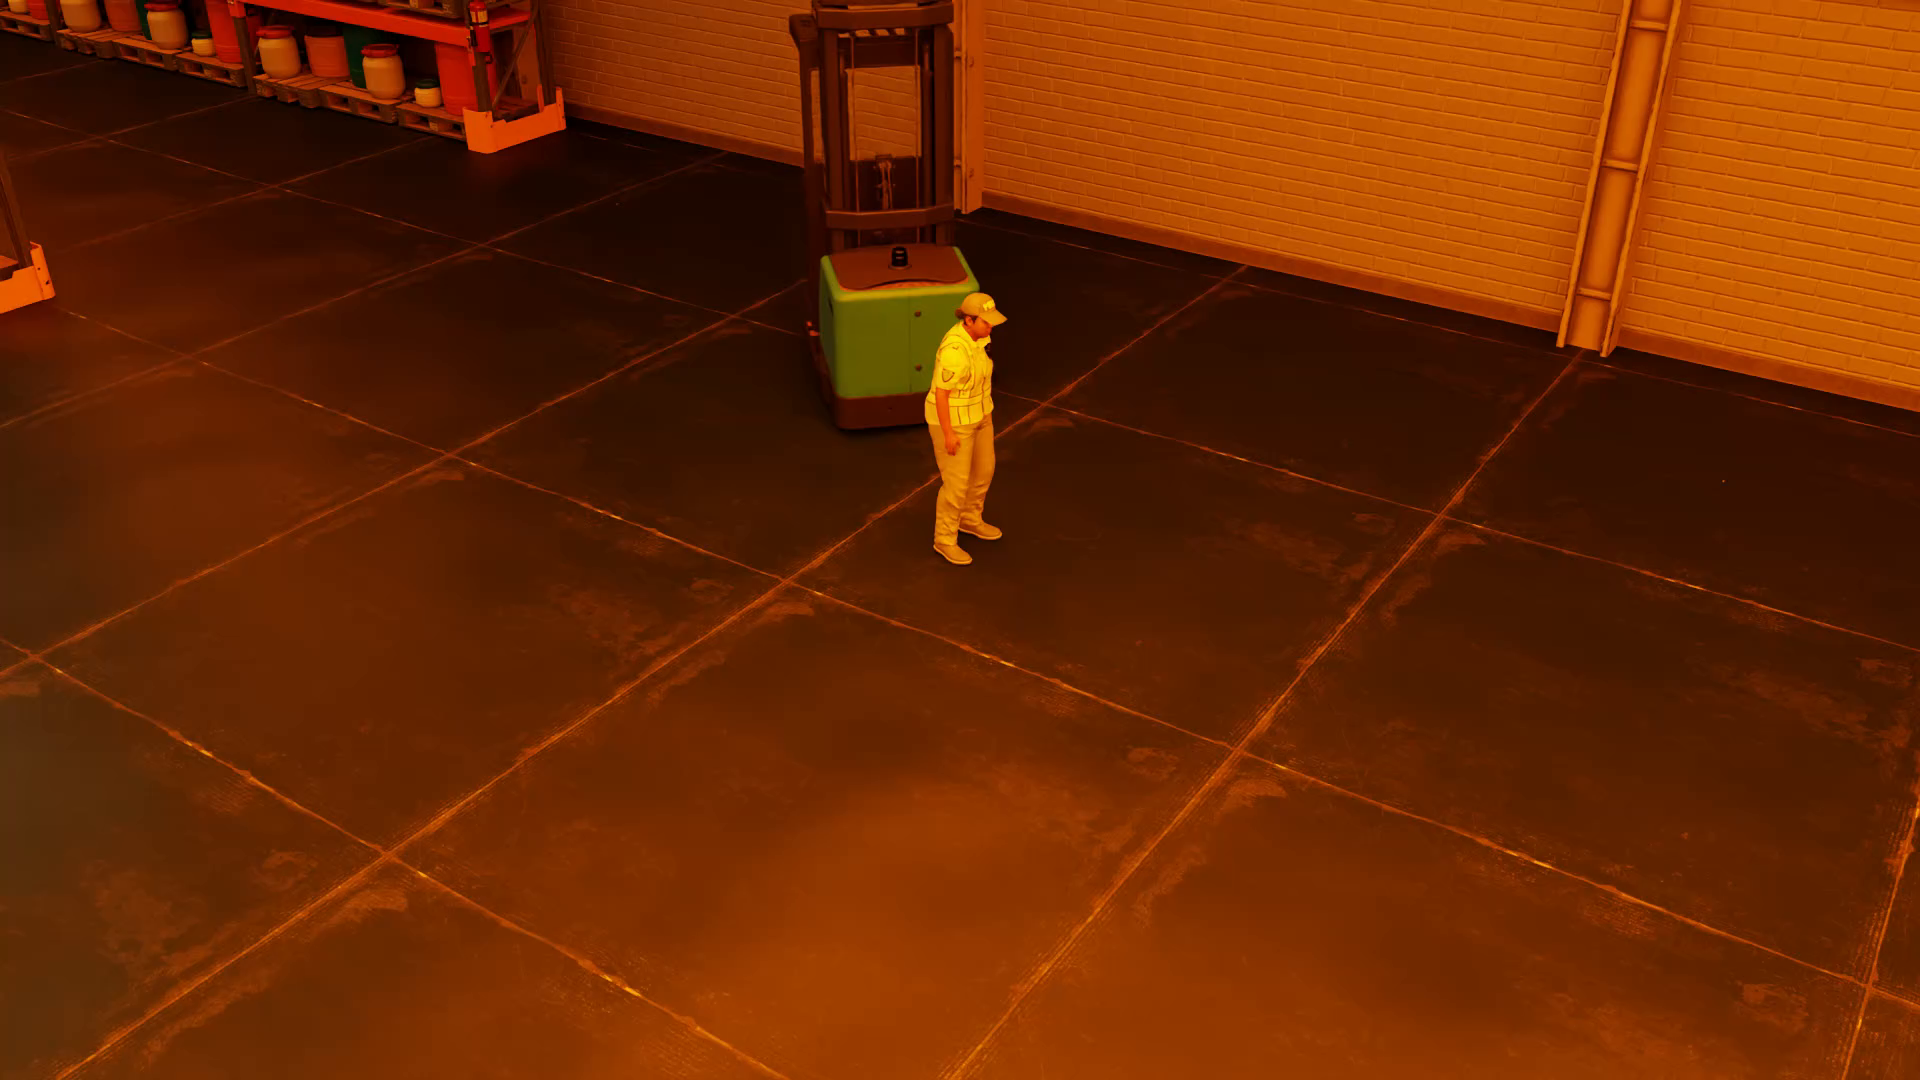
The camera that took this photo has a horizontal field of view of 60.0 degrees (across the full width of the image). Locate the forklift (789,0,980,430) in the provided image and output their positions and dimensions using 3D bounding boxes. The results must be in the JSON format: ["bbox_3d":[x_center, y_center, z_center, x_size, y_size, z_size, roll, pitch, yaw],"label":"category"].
[{"bbox_3d":[-0.634,-2.769,12.349,1.130,2.935,3.031,-6,31,-10],"label":"forklift"}]

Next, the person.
[{"bbox_3d":[0.040,-0.707,10.063,0.467,1.665,0.560,16,34,26],"label":"person"}]
